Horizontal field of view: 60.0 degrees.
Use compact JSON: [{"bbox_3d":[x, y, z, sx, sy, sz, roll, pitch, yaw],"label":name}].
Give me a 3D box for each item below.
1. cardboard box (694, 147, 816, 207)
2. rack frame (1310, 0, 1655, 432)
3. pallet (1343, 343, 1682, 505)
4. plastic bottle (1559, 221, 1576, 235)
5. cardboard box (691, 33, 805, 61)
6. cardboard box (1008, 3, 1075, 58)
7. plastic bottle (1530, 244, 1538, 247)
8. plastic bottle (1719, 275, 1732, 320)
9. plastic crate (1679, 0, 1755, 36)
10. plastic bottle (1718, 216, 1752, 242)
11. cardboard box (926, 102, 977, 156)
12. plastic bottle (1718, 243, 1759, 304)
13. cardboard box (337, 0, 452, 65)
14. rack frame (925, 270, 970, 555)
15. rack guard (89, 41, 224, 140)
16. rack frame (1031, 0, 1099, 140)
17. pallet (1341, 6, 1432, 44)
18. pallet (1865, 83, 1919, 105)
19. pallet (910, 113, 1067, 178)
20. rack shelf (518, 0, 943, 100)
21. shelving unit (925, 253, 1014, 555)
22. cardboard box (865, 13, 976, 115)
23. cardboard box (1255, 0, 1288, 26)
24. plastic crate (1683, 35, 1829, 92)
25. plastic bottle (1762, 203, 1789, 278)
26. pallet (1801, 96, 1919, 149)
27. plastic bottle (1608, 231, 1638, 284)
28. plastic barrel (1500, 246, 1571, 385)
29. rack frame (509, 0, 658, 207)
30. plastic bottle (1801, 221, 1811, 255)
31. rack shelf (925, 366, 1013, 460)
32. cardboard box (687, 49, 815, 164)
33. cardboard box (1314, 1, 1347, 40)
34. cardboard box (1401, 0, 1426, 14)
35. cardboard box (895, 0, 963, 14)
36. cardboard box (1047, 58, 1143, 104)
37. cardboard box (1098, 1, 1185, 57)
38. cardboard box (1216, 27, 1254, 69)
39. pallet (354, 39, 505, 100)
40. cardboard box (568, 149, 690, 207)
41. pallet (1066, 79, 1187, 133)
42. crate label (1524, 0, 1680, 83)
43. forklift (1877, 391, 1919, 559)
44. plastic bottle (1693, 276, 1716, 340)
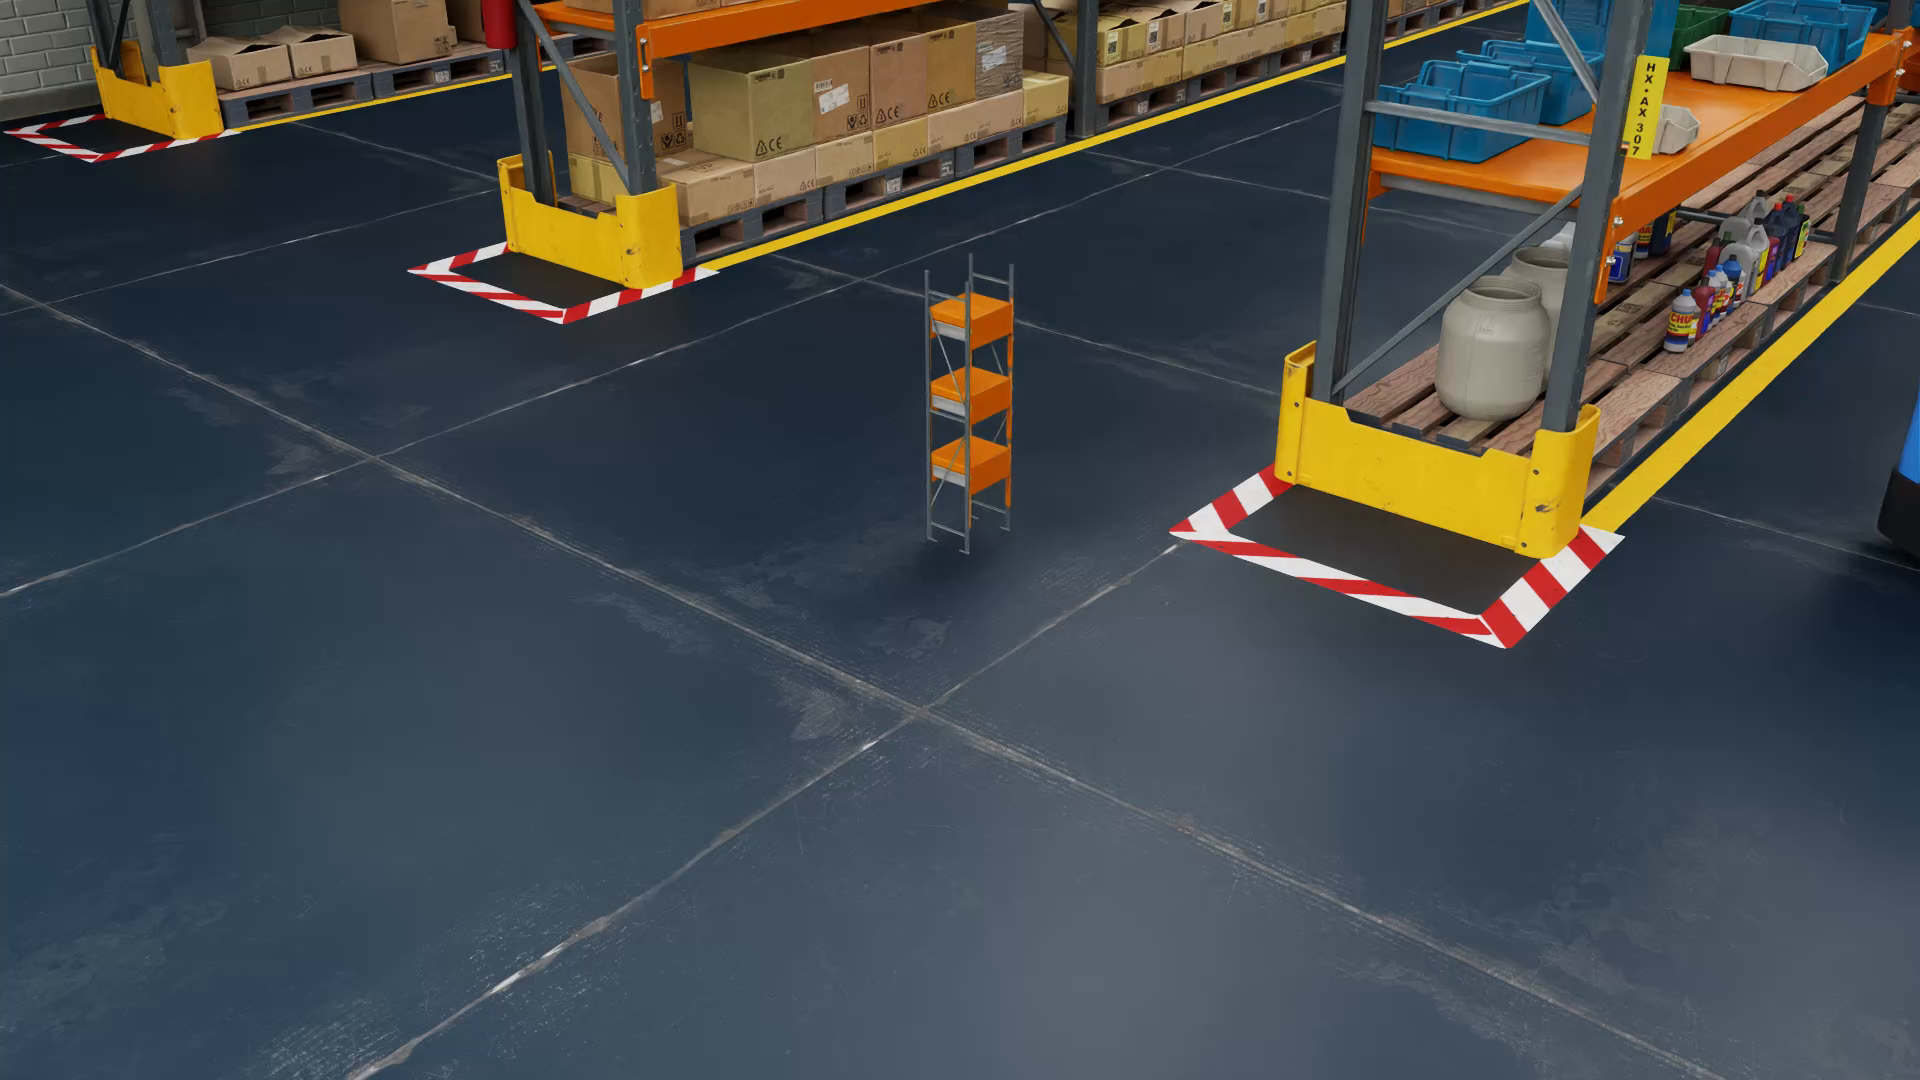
[{"bbox_3d":[-1.193,-2.159,9.695,0.500,0.250,0.500,21,34,34],"label":"cardboard box"},{"bbox_3d":[1.799,-1.441,5.772,1.000,3.000,0.127,21,34,34],"label":"rack frame"},{"bbox_3d":[2.332,-0.530,7.045,1.003,0.211,1.213,21,34,34],"label":"pallet"},{"bbox_3d":[3.001,-1.430,8.154,0.144,0.351,0.185,22,35,36],"label":"plastic bottle"},{"bbox_3d":[-1.285,-2.825,10.165,0.500,0.500,0.500,21,34,34],"label":"cardboard box"},{"bbox_3d":[0.559,-3.750,12.160,0.500,0.311,0.500,21,34,34],"label":"cardboard box"},{"bbox_3d":[2.689,-1.256,7.892,0.061,0.283,0.133,22,34,36],"label":"plastic bottle"},{"bbox_3d":[3.537,-1.138,7.752,0.097,0.201,0.097,0,27,0],"label":"plastic bottle"},{"bbox_3d":[3.912,-2.684,8.241,0.767,0.338,0.504,21,34,34],"label":"plastic crate"},{"bbox_3d":[3.903,-1.499,8.369,0.152,0.276,0.135,21,34,34],"label":"plastic bottle"},{"bbox_3d":[-0.236,-2.690,10.720,0.500,0.250,0.500,21,34,34],"label":"cardboard box"},{"bbox_3d":[3.722,-1.294,7.972,0.152,0.276,0.135,21,34,35],"label":"plastic bottle"},{"bbox_3d":[-4.469,-4.089,13.131,0.700,0.500,0.500,18,33,31],"label":"cardboard box"},{"bbox_3d":[-0.044,-0.442,5.962,0.200,1.050,0.008,21,34,34],"label":"rack frame"},{"bbox_3d":[-5.798,-3.254,11.995,1.175,0.500,0.348,21,34,34],"label":"rack guard"},{"bbox_3d":[0.523,-4.309,11.314,1.000,3.000,0.127,21,34,34],"label":"rack frame"},{"bbox_3d":[3.571,-4.742,15.187,1.003,0.211,1.213,21,34,34],"label":"pallet"},{"bbox_3d":[7.356,-3.331,12.459,1.003,0.211,1.213,21,34,34],"label":"pallet"},{"bbox_3d":[-0.015,-2.800,11.433,1.003,0.211,1.213,21,34,34],"label":"pallet"},{"bbox_3d":[-0.749,-3.280,10.109,1.077,0.370,4.000,21,34,34],"label":"rack shelf"},{"bbox_3d":[0.034,-0.485,6.045,0.215,1.050,0.252,21,34,34],"label":"shelving unit"},{"bbox_3d":[-0.245,-3.026,10.555,0.500,0.500,0.500,21,34,34],"label":"cardboard box"},{"bbox_3d":[2.275,-4.319,13.260,0.500,0.311,0.500,20,34,34],"label":"cardboard box"},{"bbox_3d":[3.506,-2.093,7.318,0.530,0.136,0.437,21,34,34],"label":"plastic crate"},{"bbox_3d":[4.034,-1.498,8.285,0.144,0.351,0.185,19,33,32],"label":"plastic bottle"},{"bbox_3d":[6.364,-2.776,11.386,1.003,0.211,1.213,21,34,34],"label":"pallet"},{"bbox_3d":[3.249,-1.428,8.232,0.152,0.276,0.135,21,34,34],"label":"plastic bottle"},{"bbox_3d":[2.477,-0.956,7.085,0.421,0.512,0.421,0,27,0],"label":"plastic barrel"},{"bbox_3d":[-2.021,-2.890,8.573,1.000,3.000,0.127,21,34,34],"label":"rack frame"},{"bbox_3d":[4.353,-1.592,8.630,0.097,0.201,0.097,0,27,0],"label":"plastic bottle"},{"bbox_3d":[0.034,-0.476,6.050,0.215,0.259,0.240,21,34,34],"label":"rack shelf"},{"bbox_3d":[-1.192,-2.492,9.521,0.500,0.500,0.500,21,34,34],"label":"cardboard box"},{"bbox_3d":[2.921,-4.434,14.092,0.500,0.250,0.500,22,34,36],"label":"cardboard box"},{"bbox_3d":[3.906,-5.077,15.041,0.500,0.500,0.500,19,33,33],"label":"cardboard box"},{"bbox_3d":[-0.325,-3.354,11.189,0.500,0.500,0.500,21,34,34],"label":"cardboard box"},{"bbox_3d":[0.971,-3.344,11.986,0.500,0.250,0.500,20,33,33],"label":"cardboard box"},{"bbox_3d":[1.301,-3.773,12.203,0.500,0.311,0.500,20,34,34],"label":"cardboard box"},{"bbox_3d":[1.949,-3.890,13.040,0.500,0.250,0.500,22,34,35],"label":"cardboard box"},{"bbox_3d":[-4.477,-3.834,13.431,1.003,0.211,1.213,21,34,34],"label":"pallet"},{"bbox_3d":[-1.908,-2.132,9.642,0.500,0.250,0.500,21,34,34],"label":"cardboard box"},{"bbox_3d":[0.962,-3.343,12.482,1.003,0.211,1.213,21,34,34],"label":"pallet"},{"bbox_3d":[2.761,-2.189,7.178,0.502,0.435,0.616,21,34,34],"label":"crate label"},{"bbox_3d":[4.967,-1.189,5.359,3.031,2.935,1.130,-5,28,-9],"label":"forklift"},{"bbox_3d":[3.350,-1.057,7.506,0.061,0.283,0.133,21,34,35],"label":"plastic bottle"}]
